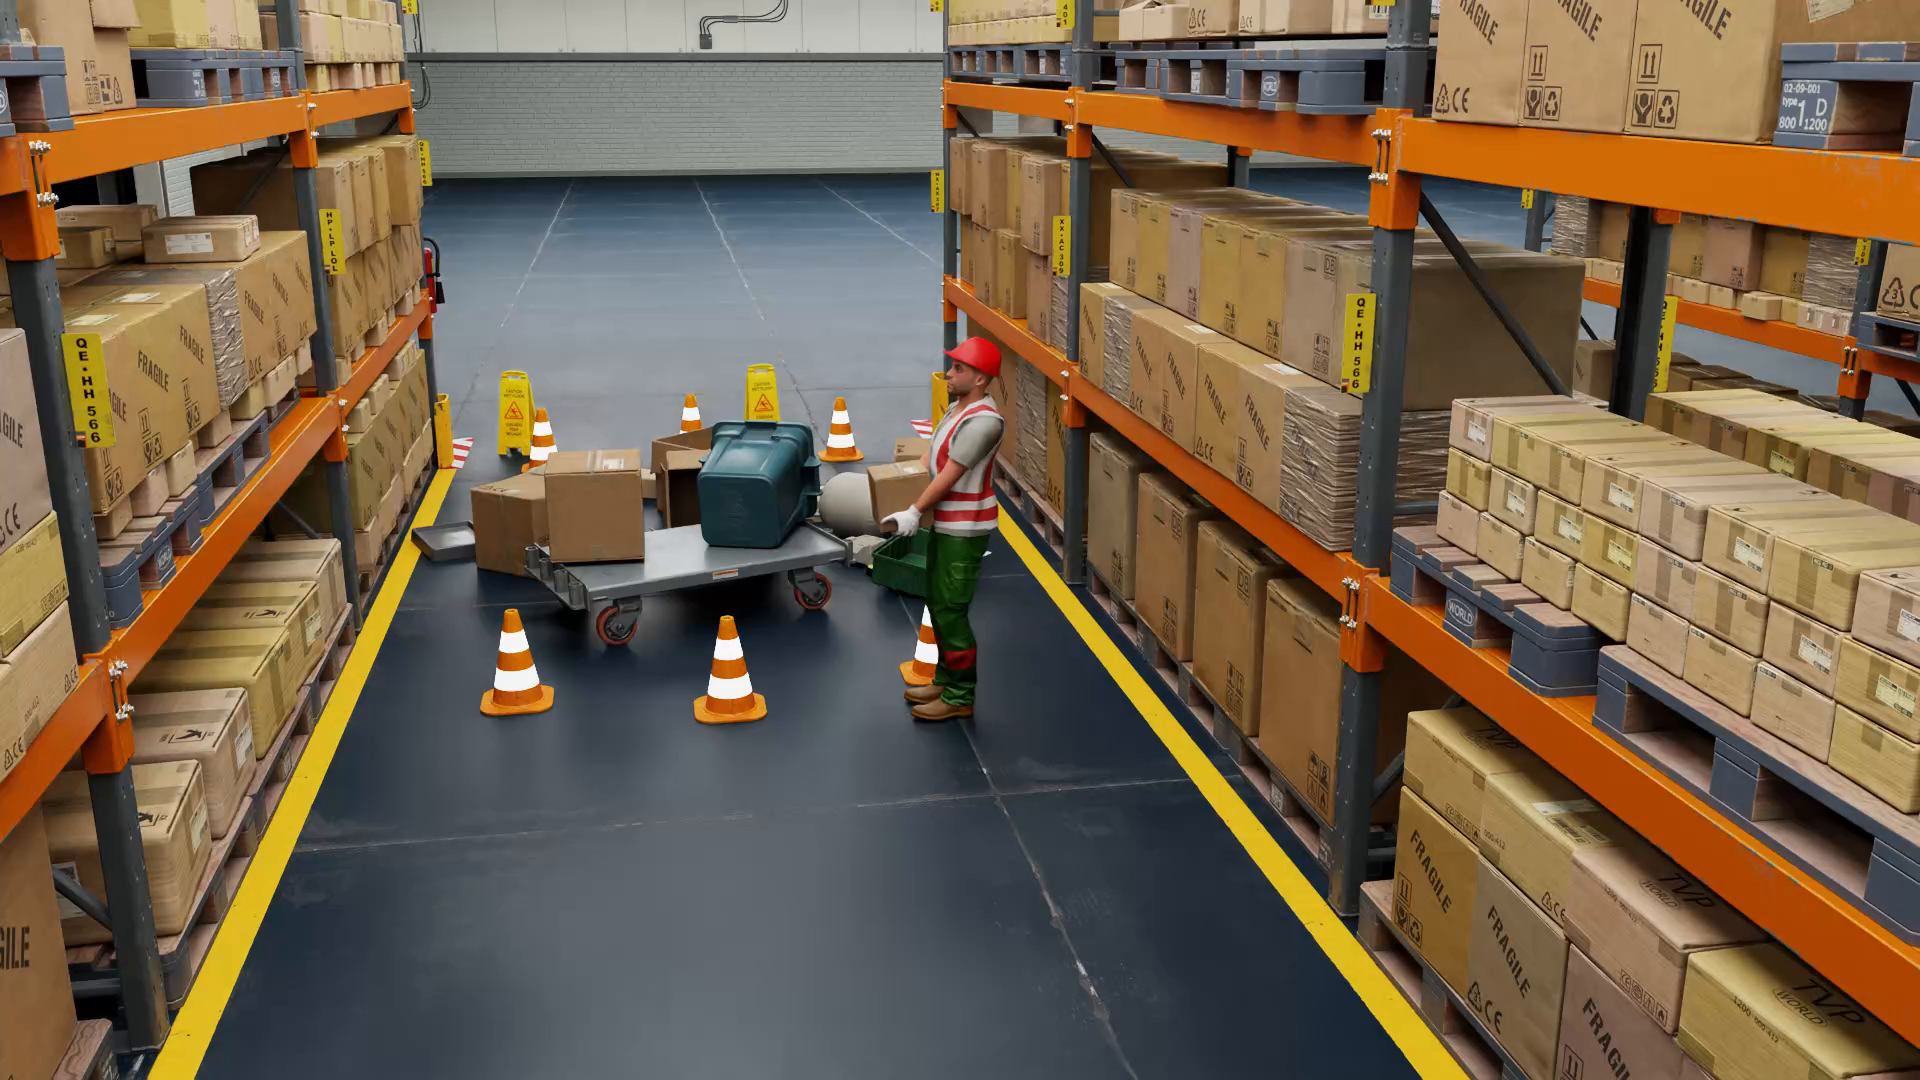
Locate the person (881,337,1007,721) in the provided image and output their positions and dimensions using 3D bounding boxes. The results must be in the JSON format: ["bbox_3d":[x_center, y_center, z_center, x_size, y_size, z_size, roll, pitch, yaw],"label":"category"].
[{"bbox_3d":[-0.096,-0.045,7.657,0.573,1.782,0.494,-3,16,-10],"label":"person"}]
